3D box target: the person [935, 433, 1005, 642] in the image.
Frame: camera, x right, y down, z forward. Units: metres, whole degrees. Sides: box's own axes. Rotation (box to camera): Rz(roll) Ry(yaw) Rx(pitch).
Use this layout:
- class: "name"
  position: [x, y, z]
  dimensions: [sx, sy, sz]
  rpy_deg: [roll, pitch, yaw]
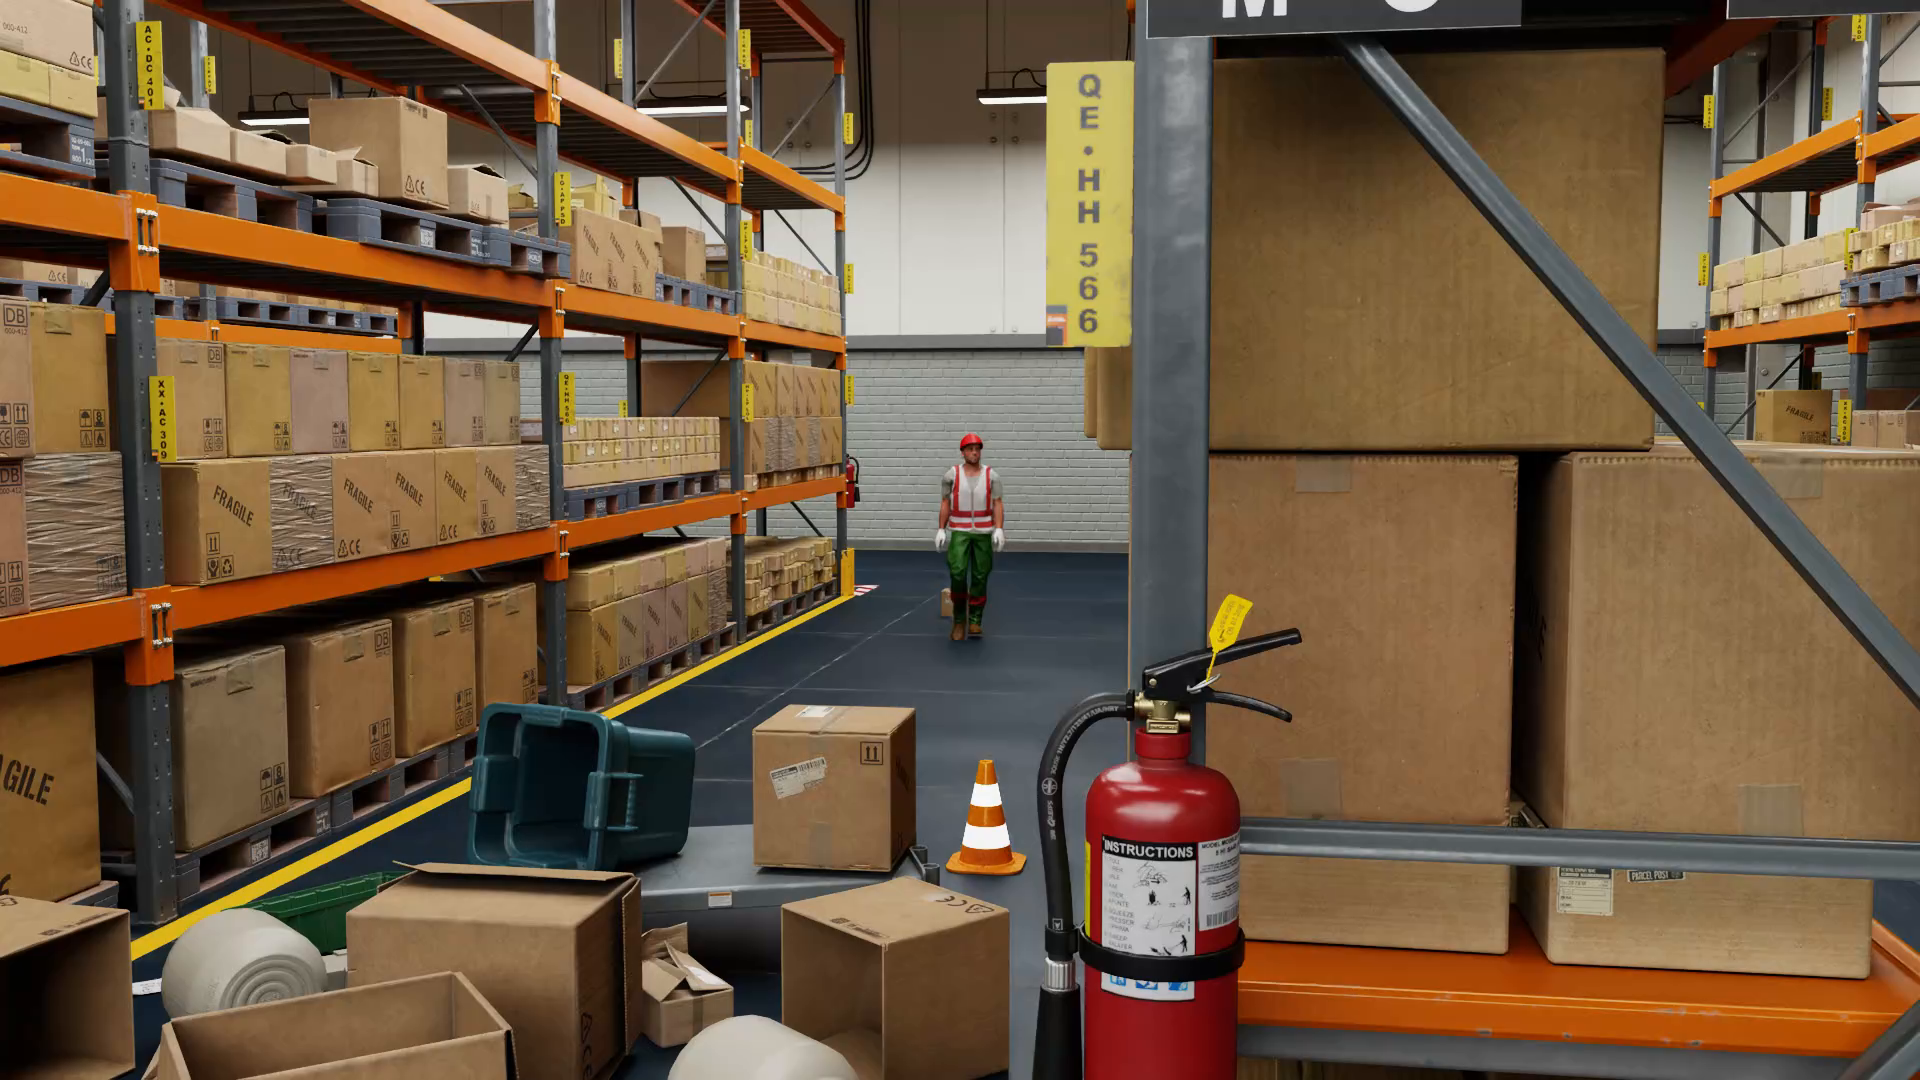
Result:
- class: "person"
  position: [0.092, -0.019, 14.604]
  dimensions: [0.592, 1.834, 0.511]
  rpy_deg: [-1, 4, -7]
